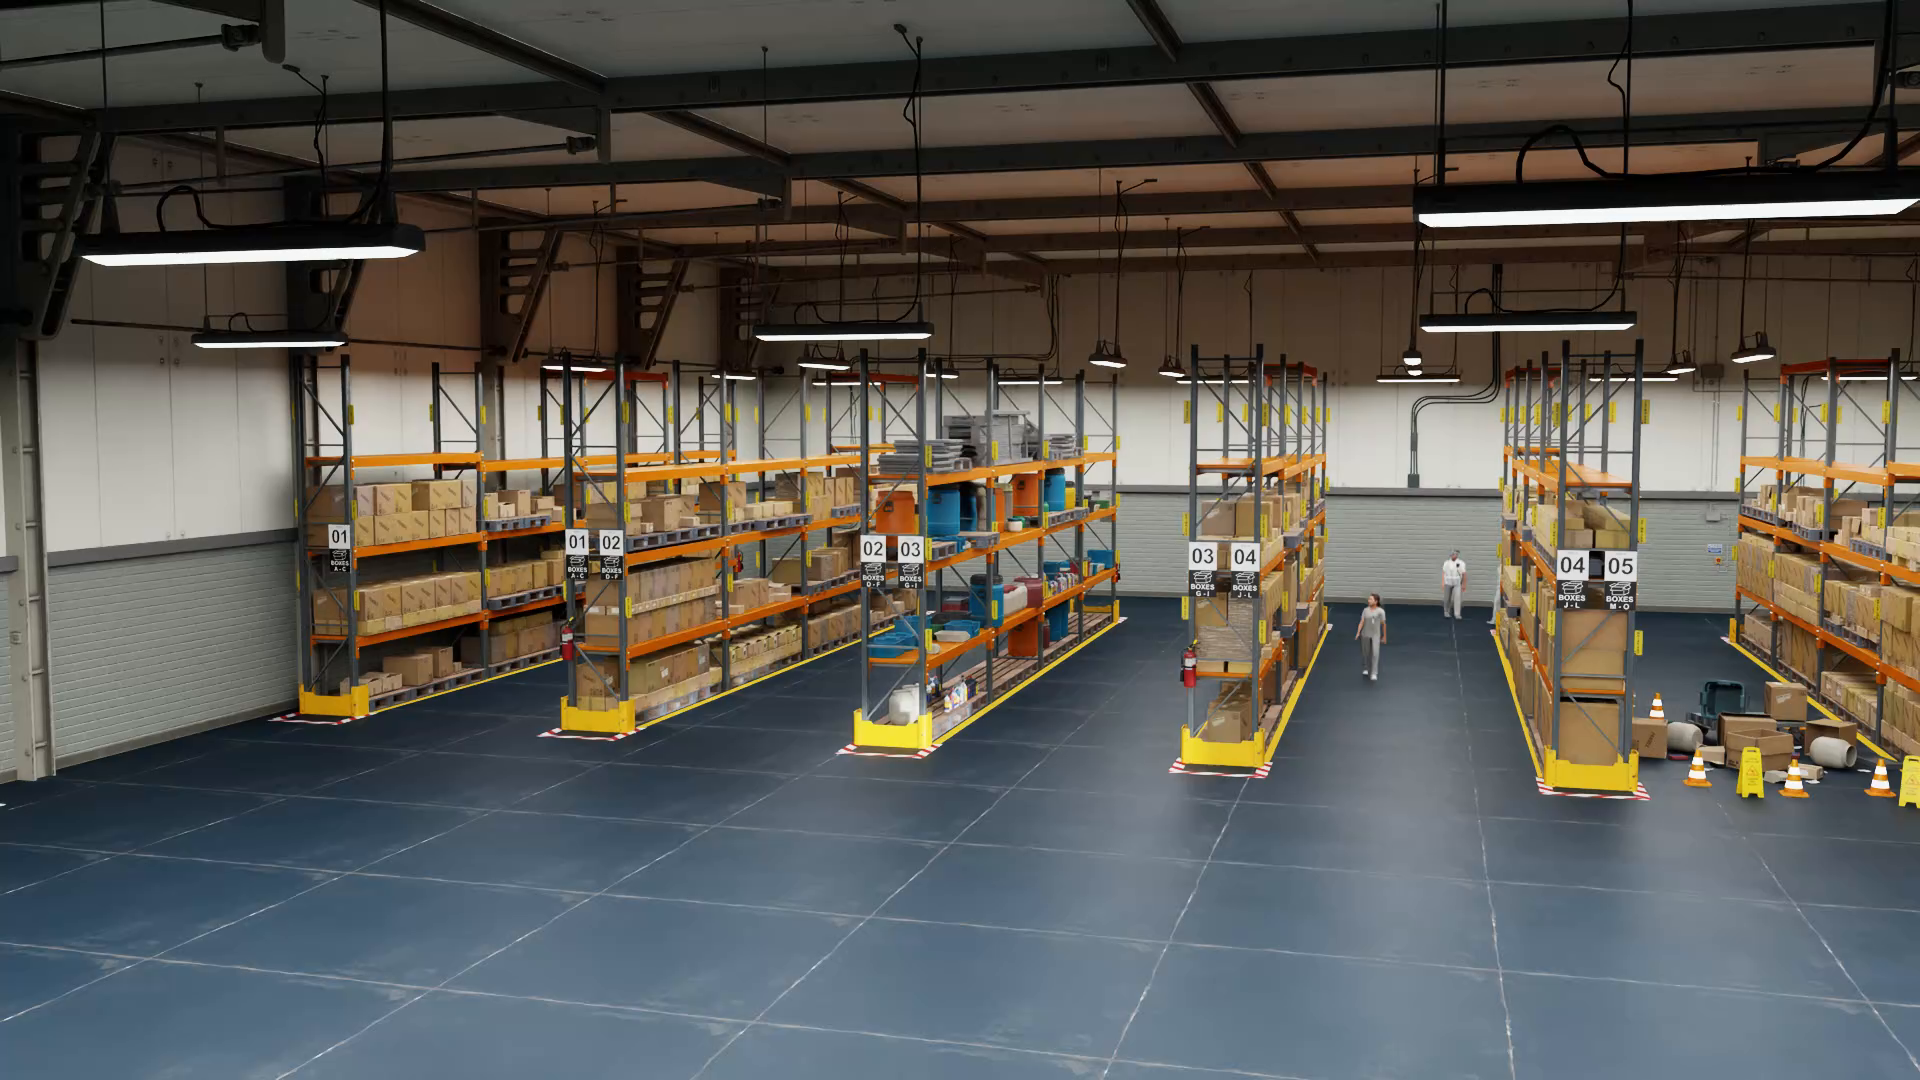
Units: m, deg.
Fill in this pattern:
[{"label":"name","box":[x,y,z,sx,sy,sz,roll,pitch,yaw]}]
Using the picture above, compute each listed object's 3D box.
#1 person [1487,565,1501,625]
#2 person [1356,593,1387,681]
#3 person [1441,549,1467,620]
[{"label":"person","box":[13.003,1.168,39.663,1.034,1.724,0.612,-4,6,-39]},{"label":"person","box":[7.786,1.822,31.487,0.572,1.620,1.000,1,4,15]},{"label":"person","box":[12.118,1.079,40.789,0.596,1.735,0.918,1,4,10]}]
